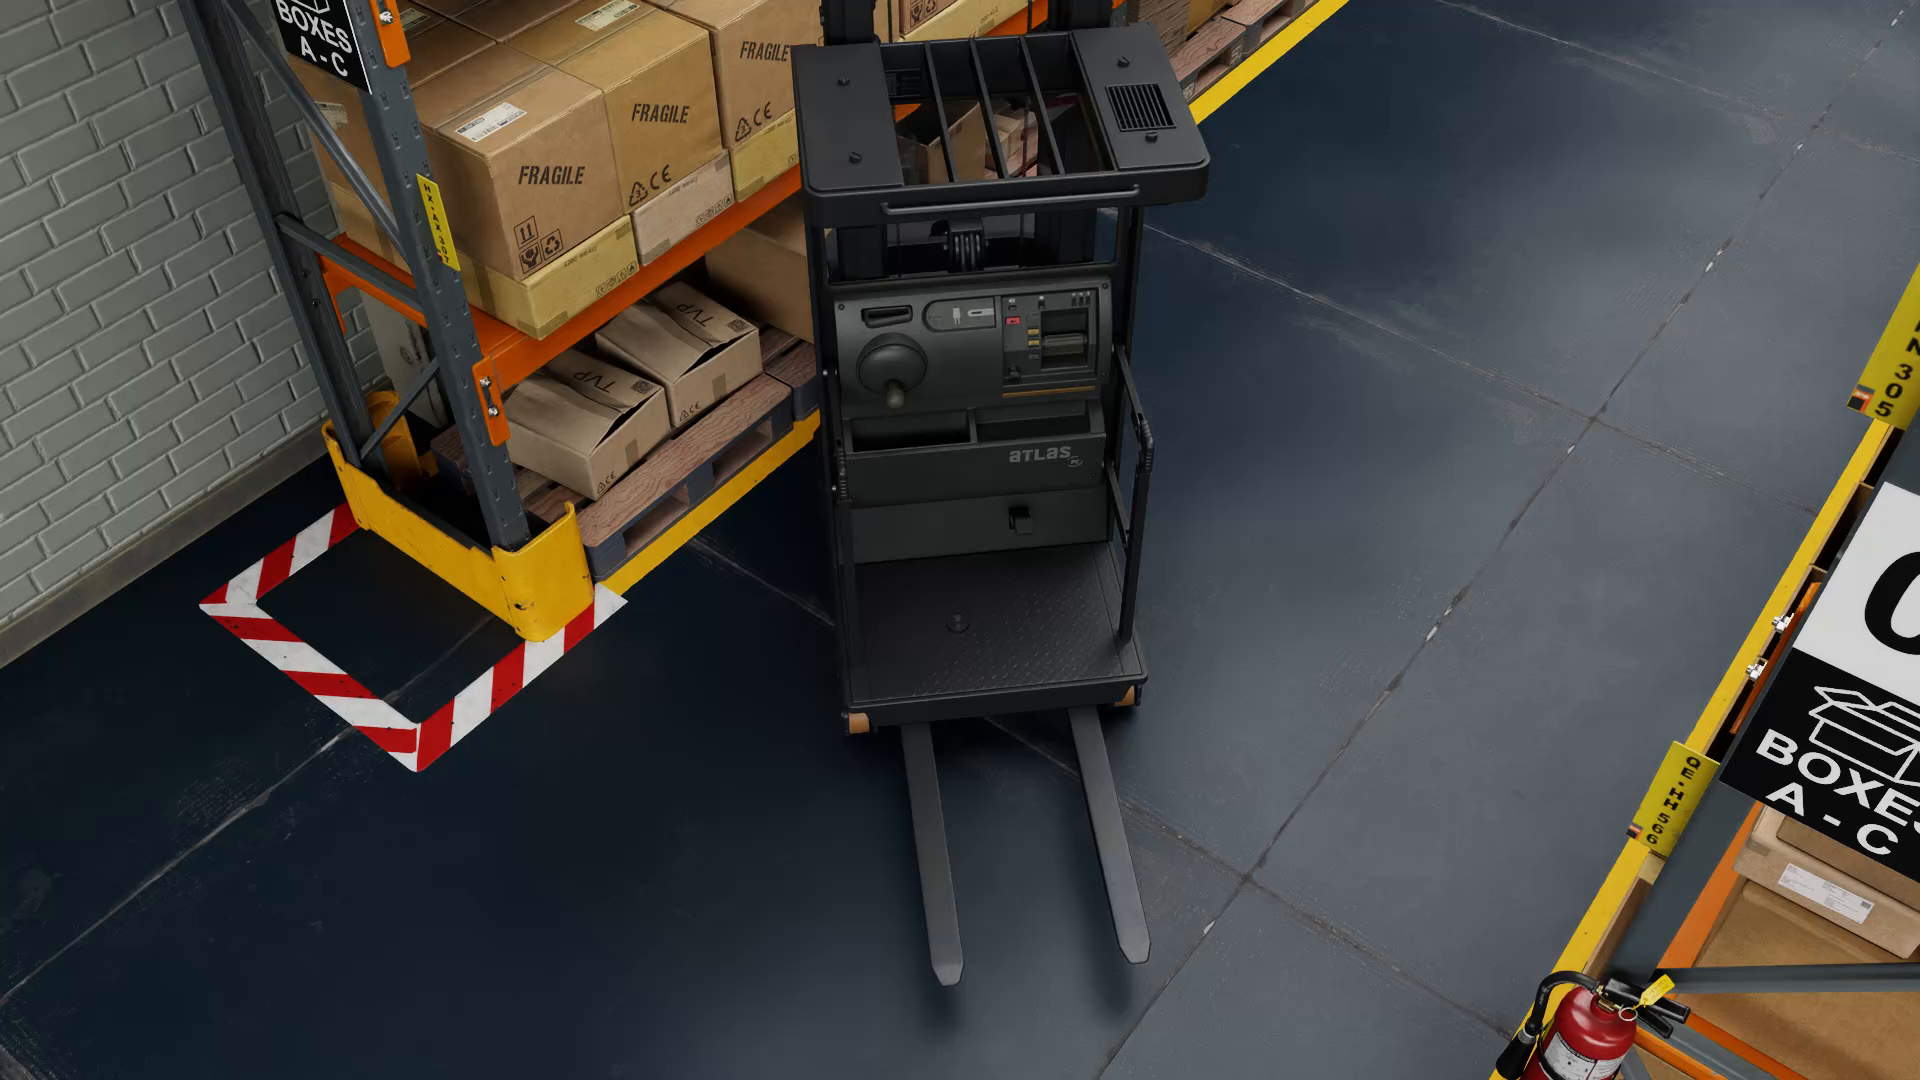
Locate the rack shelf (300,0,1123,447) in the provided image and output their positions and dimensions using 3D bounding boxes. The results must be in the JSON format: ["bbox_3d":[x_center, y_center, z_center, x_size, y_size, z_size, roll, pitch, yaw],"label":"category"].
[{"bbox_3d":[-0.834,-1.824,7.080,1.077,0.370,4.000,29,53,25],"label":"rack shelf"}]

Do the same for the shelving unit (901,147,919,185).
[{"bbox_3d":[-0.296,-1.114,7.149,0.258,1.200,0.189,-5,47,-5],"label":"shelving unit"}]

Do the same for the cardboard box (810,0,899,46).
[{"bbox_3d":[-0.590,-2.155,6.470,0.500,0.500,0.500,31,54,26],"label":"cardboard box"}]

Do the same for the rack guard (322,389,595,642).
[{"bbox_3d":[-2.011,-0.108,6.673,1.175,0.500,0.348,29,53,25],"label":"rack guard"}]

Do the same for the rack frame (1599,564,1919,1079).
[{"bbox_3d":[1.865,1.260,3.637,1.000,3.000,0.127,29,53,25],"label":"rack frame"}]

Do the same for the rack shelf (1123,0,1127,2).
[{"bbox_3d":[1.611,-4.113,9.267,1.077,0.370,4.000,29,53,25],"label":"rack shelf"}]

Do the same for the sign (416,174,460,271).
[{"bbox_3d":[-1.628,-0.988,5.185,0.100,0.325,0.005,29,53,25],"label":"sign"}]

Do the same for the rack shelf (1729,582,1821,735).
[{"bbox_3d":[3.088,-0.673,3.906,1.077,0.370,4.000,29,53,25],"label":"rack shelf"}]

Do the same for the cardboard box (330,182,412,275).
[{"bbox_3d":[-1.925,-1.237,6.111,0.500,0.250,0.500,30,53,25],"label":"cardboard box"}]

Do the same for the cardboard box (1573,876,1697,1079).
[{"bbox_3d":[1.957,1.367,4.627,0.500,0.500,0.500,29,53,25],"label":"cardboard box"}]

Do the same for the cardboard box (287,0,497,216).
[{"bbox_3d":[-1.937,-1.506,5.850,0.500,0.500,0.500,29,53,25],"label":"cardboard box"}]

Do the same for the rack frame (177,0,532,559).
[{"bbox_3d":[-2.057,-0.928,5.727,1.000,3.000,0.127,29,53,25],"label":"rack frame"}]

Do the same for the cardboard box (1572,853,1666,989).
[{"bbox_3d":[2.255,1.335,5.176,0.500,0.250,0.500,29,53,25],"label":"cardboard box"}]

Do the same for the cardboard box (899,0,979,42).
[{"bbox_3d":[-0.268,-2.191,7.023,0.500,0.250,0.500,29,53,25],"label":"cardboard box"}]

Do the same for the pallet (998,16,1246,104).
[{"bbox_3d":[0.863,-2.700,9.348,1.003,0.211,1.213,29,53,25],"label":"pallet"}]

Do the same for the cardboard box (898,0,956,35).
[{"bbox_3d":[-0.273,-2.453,6.754,0.500,0.500,0.500,28,52,24],"label":"cardboard box"}]

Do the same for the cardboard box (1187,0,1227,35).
[{"bbox_3d":[1.101,-3.252,9.371,0.700,0.500,0.500,28,52,24],"label":"cardboard box"}]

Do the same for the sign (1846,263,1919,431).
[{"bbox_3d":[1.444,-0.303,2.498,0.100,0.325,0.005,29,53,25],"label":"sign"}]

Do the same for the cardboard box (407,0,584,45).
[{"bbox_3d":[-1.622,-1.790,6.121,0.500,0.500,0.500,30,53,25],"label":"cardboard box"}]

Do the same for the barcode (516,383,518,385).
[{"bbox_3d":[-1.868,-0.698,7.056,0.001,0.075,0.075,29,53,25],"label":"barcode"}]

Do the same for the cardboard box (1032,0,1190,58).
[{"bbox_3d":[0.825,-2.934,9.068,0.700,0.500,0.500,31,54,26],"label":"cardboard box"}]

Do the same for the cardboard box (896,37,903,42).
[{"bbox_3d":[-0.574,-1.903,6.748,0.500,0.250,0.500,30,53,25],"label":"cardboard box"}]

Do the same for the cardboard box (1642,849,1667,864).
[{"bbox_3d":[2.560,1.048,5.450,0.500,0.250,0.500,29,53,25],"label":"cardboard box"}]

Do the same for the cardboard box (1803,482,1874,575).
[{"bbox_3d":[3.168,0.216,5.727,0.500,0.500,0.500,29,53,25],"label":"cardboard box"}]

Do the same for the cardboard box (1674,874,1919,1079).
[{"bbox_3d":[2.161,0.964,3.851,0.700,0.500,0.500,29,53,25],"label":"cardboard box"}]

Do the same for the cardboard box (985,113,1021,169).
[{"bbox_3d":[0.085,-2.071,8.474,0.380,0.166,0.250,23,50,20],"label":"cardboard box"}]

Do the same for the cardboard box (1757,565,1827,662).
[{"bbox_3d":[2.864,0.503,5.453,0.500,0.500,0.500,29,53,25],"label":"cardboard box"}]

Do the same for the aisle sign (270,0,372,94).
[{"bbox_3d":[-1.864,-1.653,4.621,0.394,0.787,0.004,29,53,25],"label":"aisle sign"}]

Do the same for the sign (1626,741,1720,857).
[{"bbox_3d":[1.444,0.530,3.370,0.100,0.325,0.005,29,53,25],"label":"sign"}]

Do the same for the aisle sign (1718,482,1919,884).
[{"bbox_3d":[1.592,0.269,2.785,0.394,0.787,0.004,29,53,25],"label":"aisle sign"}]

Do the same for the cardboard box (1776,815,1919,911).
[{"bbox_3d":[2.193,0.485,3.411,0.700,0.500,0.500,29,53,25],"label":"cardboard box"}]

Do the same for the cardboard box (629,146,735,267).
[{"bbox_3d":[-1.201,-1.326,6.197,0.500,0.250,0.500,28,52,24],"label":"cardboard box"}]

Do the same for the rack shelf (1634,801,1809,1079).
[{"bbox_3d":[3.088,0.364,4.990,1.077,0.370,4.000,29,53,25],"label":"rack shelf"}]

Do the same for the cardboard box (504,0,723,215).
[{"bbox_3d":[-1.217,-1.561,5.903,0.500,0.500,0.500,29,53,25],"label":"cardboard box"}]

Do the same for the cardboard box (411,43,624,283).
[{"bbox_3d":[-1.527,-1.283,5.637,0.500,0.500,0.500,29,53,25],"label":"cardboard box"}]

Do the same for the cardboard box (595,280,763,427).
[{"bbox_3d":[-1.214,-0.834,7.192,0.500,0.311,0.500,34,55,28],"label":"cardboard box"}]

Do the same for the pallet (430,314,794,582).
[{"bbox_3d":[-1.486,-0.458,7.206,1.003,0.211,1.213,29,53,25],"label":"pallet"}]

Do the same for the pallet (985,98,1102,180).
[{"bbox_3d":[0.006,-1.854,8.540,1.003,0.211,1.213,29,53,25],"label":"pallet"}]

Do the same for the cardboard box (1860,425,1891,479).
[{"bbox_3d":[3.779,-0.357,6.274,0.500,0.500,0.500,29,53,25],"label":"cardboard box"}]

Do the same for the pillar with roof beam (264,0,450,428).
[{"bbox_3d":[1.093,-1.880,2.488,9.100,9.000,0.400,29,53,25],"label":"pillar with roof beam"}]

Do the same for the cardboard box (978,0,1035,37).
[{"bbox_3d":[0.027,-2.486,7.305,0.500,0.250,0.500,29,53,25],"label":"cardboard box"}]

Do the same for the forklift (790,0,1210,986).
[{"bbox_3d":[0.079,-0.565,5.427,1.130,2.935,3.031,-5,47,-5],"label":"forklift"}]

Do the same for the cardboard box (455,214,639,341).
[{"bbox_3d":[-1.508,-1.022,5.907,0.500,0.250,0.500,28,52,24],"label":"cardboard box"}]

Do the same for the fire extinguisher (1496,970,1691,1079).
[{"bbox_3d":[1.425,1.149,3.797,0.296,0.674,0.183,29,53,25],"label":"fire extinguisher"}]

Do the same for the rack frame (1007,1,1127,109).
[{"bbox_3d":[0.388,-3.217,7.914,1.000,3.000,0.127,29,53,25],"label":"rack frame"}]

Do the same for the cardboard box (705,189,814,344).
[{"bbox_3d":[-0.726,-1.297,7.504,0.700,0.500,0.500,26,52,23],"label":"cardboard box"}]

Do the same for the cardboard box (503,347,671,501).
[{"bbox_3d":[-1.563,-0.508,6.880,0.500,0.311,0.500,24,51,21],"label":"cardboard box"}]

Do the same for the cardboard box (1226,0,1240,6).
[{"bbox_3d":[1.445,-3.526,9.633,0.700,0.500,0.500,30,53,25],"label":"cardboard box"}]

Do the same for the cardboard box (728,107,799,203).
[{"bbox_3d":[-0.885,-1.615,6.473,0.500,0.250,0.500,28,53,24],"label":"cardboard box"}]

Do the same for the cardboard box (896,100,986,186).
[{"bbox_3d":[-0.215,-1.894,8.074,0.500,0.500,0.500,25,51,22],"label":"cardboard box"}]

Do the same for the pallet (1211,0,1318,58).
[{"bbox_3d":[1.609,-3.401,10.018,1.003,0.211,1.213,29,53,25],"label":"pallet"}]

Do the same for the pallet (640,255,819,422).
[{"bbox_3d":[-0.740,-1.153,7.870,1.003,0.211,1.213,29,53,25],"label":"pallet"}]

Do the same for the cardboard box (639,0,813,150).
[{"bbox_3d":[-0.897,-1.854,6.183,0.500,0.500,0.500,28,52,24],"label":"cardboard box"}]

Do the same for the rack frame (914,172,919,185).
[{"bbox_3d":[-0.285,-1.049,7.087,0.240,1.200,0.006,-5,47,-5],"label":"rack frame"}]

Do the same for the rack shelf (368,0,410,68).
[{"bbox_3d":[-0.834,-2.860,5.996,1.077,0.370,4.000,29,53,25],"label":"rack shelf"}]

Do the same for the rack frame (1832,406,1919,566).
[{"bbox_3d":[1.865,-0.813,1.468,1.000,3.000,0.127,29,53,25],"label":"rack frame"}]

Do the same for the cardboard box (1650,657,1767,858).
[{"bbox_3d":[2.557,0.788,5.180,0.500,0.500,0.500,29,53,25],"label":"cardboard box"}]

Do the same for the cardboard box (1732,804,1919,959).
[{"bbox_3d":[1.948,0.698,3.656,0.380,0.149,0.250,28,53,24],"label":"cardboard box"}]

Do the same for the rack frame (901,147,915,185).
[{"bbox_3d":[-0.307,-1.180,7.212,0.240,1.200,0.006,-5,47,-5],"label":"rack frame"}]

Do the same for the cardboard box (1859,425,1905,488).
[{"bbox_3d":[3.480,-0.067,5.997,0.500,0.500,0.500,29,53,25],"label":"cardboard box"}]
